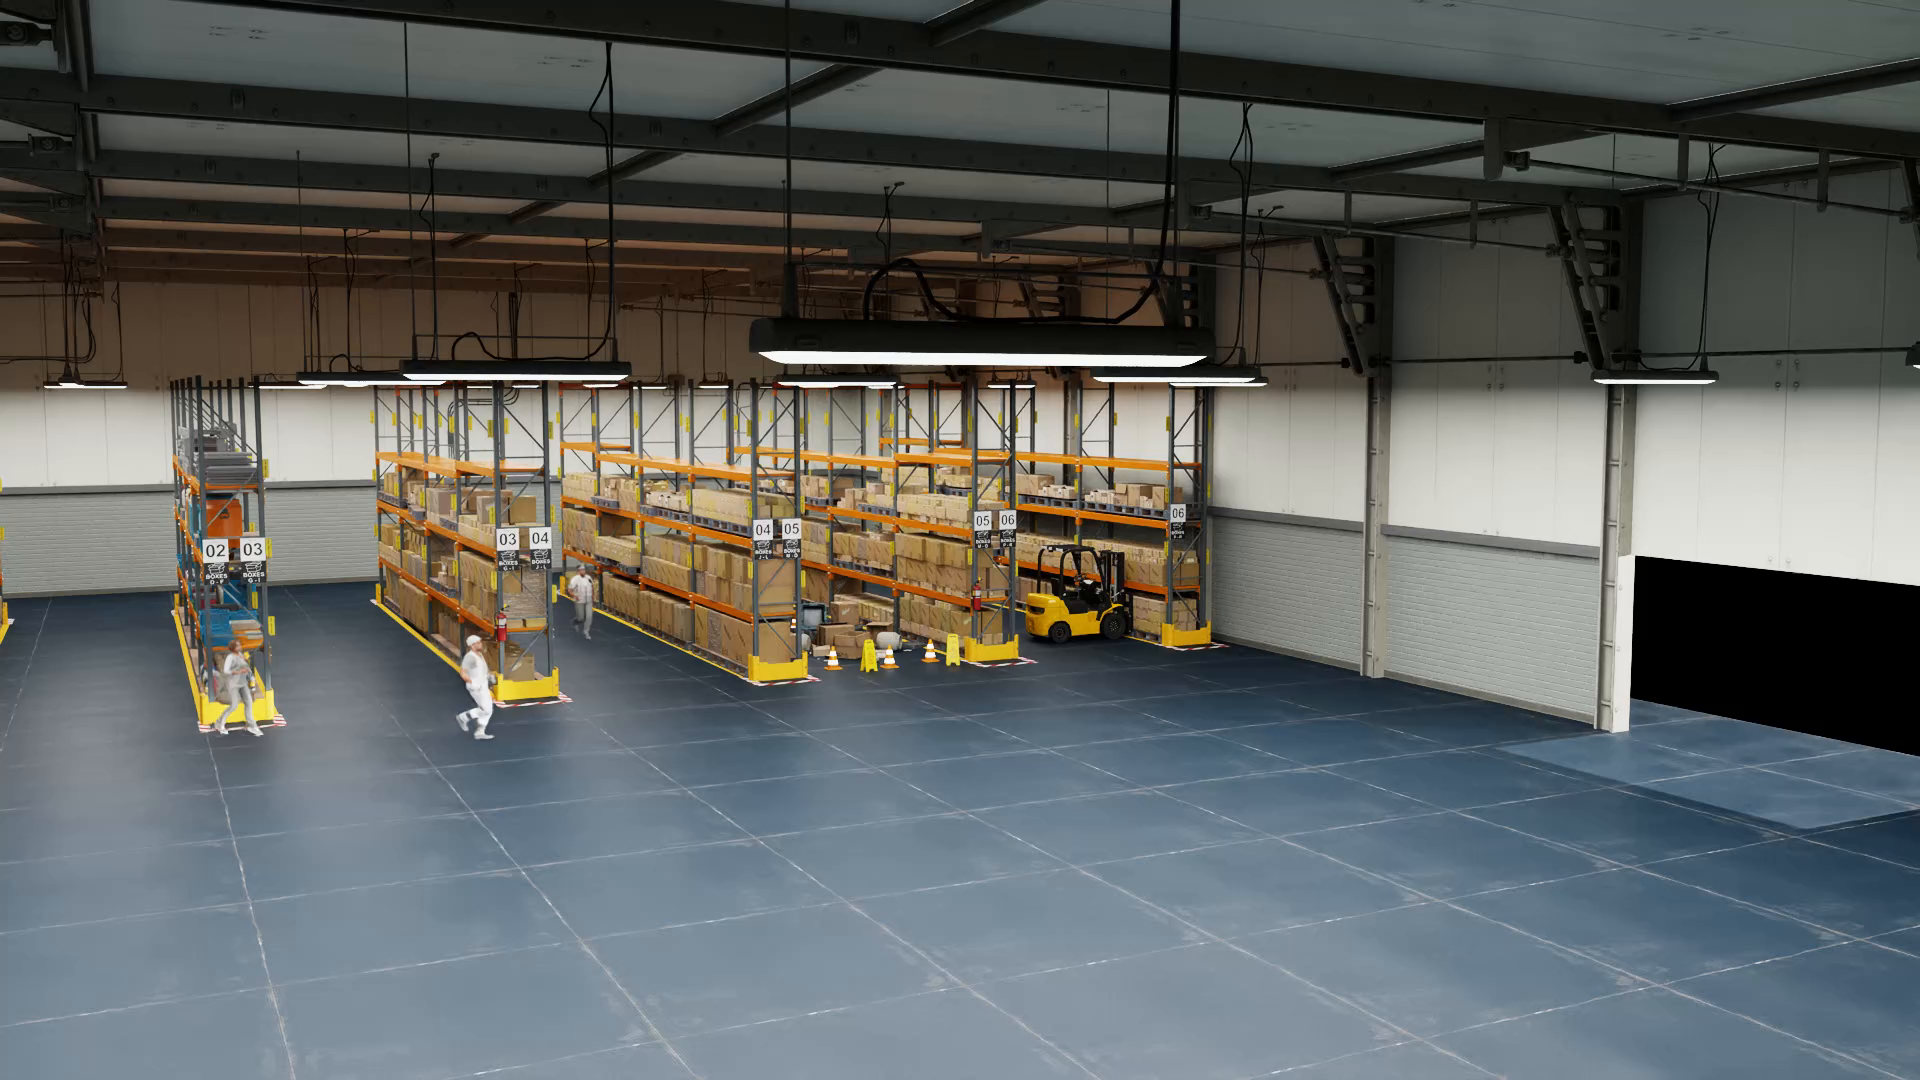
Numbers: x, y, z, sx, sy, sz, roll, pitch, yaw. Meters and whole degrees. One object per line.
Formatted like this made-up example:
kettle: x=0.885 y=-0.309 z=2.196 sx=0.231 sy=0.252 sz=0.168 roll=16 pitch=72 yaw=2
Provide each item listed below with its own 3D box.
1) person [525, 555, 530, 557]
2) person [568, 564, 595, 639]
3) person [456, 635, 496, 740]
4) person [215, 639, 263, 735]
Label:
person: x=-11.910 y=0.845 z=45.611 sx=0.714 sy=1.672 sz=0.557 roll=-2 pitch=6 yaw=-23
person: x=-8.794 y=1.415 z=38.754 sx=0.663 sy=1.758 sz=0.752 roll=-4 pitch=6 yaw=-35
person: x=-7.988 y=2.427 z=27.416 sx=0.592 sy=1.732 sz=0.672 roll=0 pitch=5 yaw=2
person: x=-12.027 y=2.455 z=27.627 sx=0.767 sy=1.620 sz=0.542 roll=1 pitch=5 yaw=11
